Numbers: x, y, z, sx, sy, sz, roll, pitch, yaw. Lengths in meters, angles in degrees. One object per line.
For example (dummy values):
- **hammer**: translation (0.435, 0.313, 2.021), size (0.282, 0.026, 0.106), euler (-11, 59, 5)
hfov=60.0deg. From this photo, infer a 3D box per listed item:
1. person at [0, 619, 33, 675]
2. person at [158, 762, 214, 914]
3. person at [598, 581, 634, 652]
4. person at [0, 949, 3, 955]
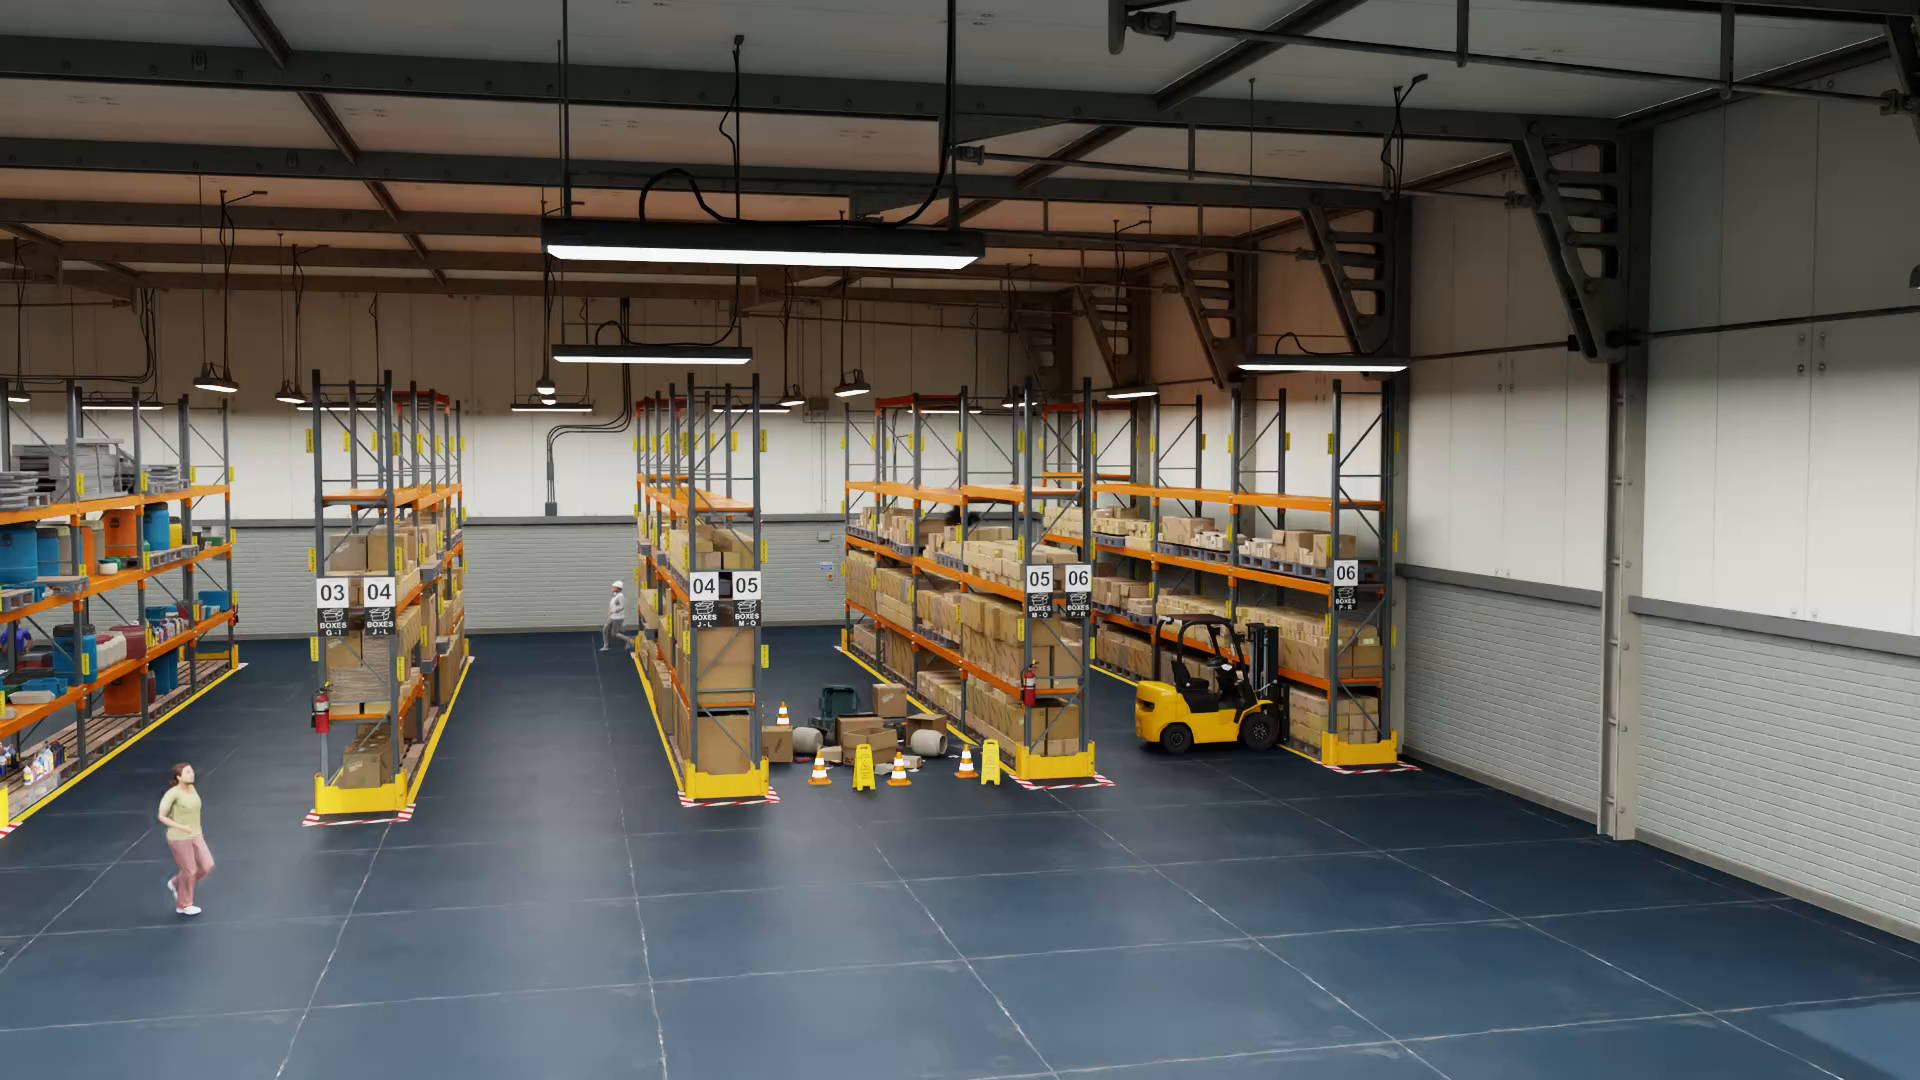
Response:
- **person**: translation (-18.457, 2.316, 32.516), size (0.579, 1.659, 0.859), euler (-2, 4, -25)
- **person**: translation (-8.254, 3.173, 17.661), size (0.543, 1.612, 0.584), euler (1, 3, 16)
- **person**: translation (-8.271, 1.843, 40.030), size (0.820, 1.720, 0.696), euler (-2, 4, -25)
- **person**: translation (-9.715, 3.278, 16.280), size (0.675, 1.589, 0.550), euler (1, 3, 9)
